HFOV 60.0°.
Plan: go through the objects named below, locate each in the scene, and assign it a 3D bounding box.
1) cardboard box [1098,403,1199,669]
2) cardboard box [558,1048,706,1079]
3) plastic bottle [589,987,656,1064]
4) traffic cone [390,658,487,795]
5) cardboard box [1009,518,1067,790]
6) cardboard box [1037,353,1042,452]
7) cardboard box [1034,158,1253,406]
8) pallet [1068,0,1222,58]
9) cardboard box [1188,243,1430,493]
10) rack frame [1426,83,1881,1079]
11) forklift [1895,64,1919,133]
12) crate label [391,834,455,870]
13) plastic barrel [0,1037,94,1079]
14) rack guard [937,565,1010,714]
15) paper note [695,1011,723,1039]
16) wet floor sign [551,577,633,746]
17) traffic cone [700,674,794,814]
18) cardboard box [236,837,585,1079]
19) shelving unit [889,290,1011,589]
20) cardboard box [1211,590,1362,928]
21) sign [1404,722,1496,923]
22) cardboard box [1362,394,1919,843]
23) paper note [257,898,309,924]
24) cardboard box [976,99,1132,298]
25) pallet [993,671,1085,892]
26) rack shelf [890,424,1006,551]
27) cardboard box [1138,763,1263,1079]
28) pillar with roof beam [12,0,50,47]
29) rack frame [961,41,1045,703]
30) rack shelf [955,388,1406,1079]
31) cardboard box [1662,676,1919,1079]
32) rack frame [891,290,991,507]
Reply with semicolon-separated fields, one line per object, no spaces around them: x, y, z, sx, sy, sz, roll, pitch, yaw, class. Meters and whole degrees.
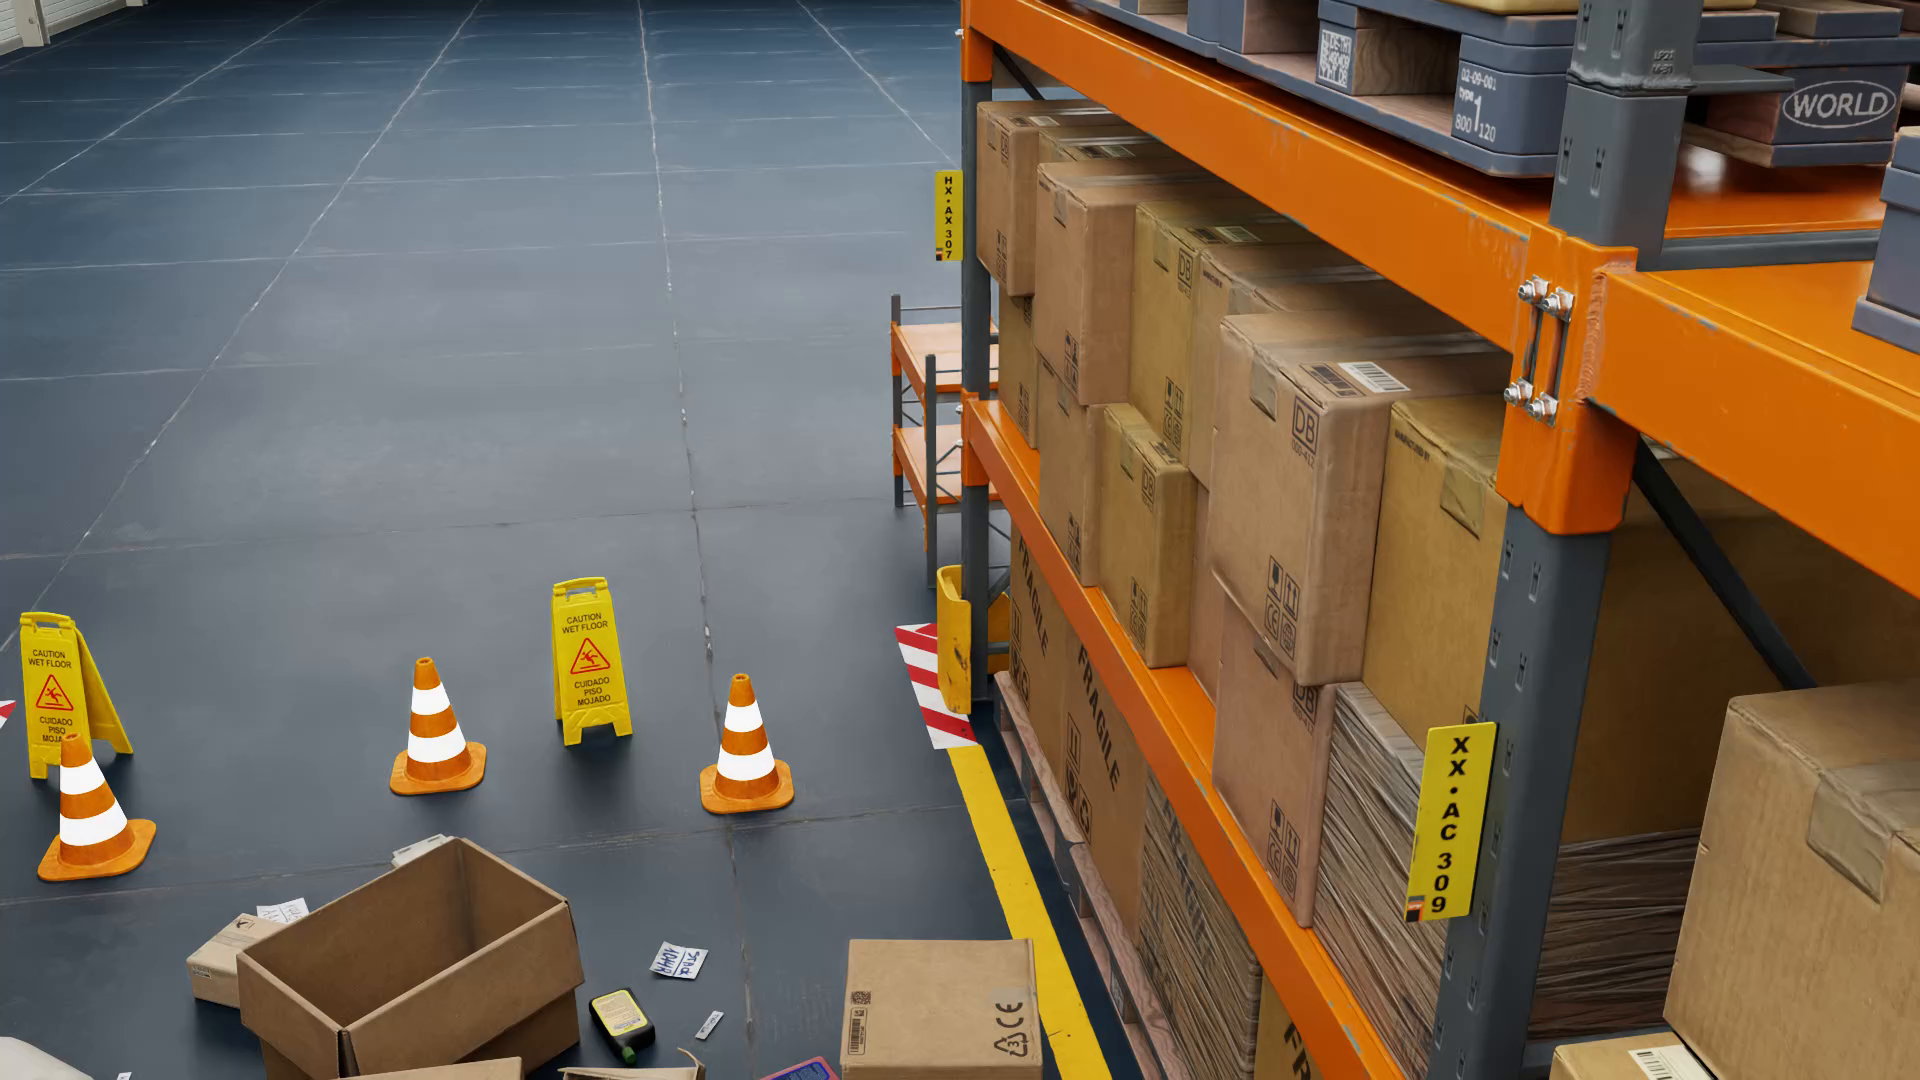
0.862;-0.050;4.429;0.875;0.550;0.500;-4;24;-10;cardboard box
-0.881;1.513;4.454;0.396;0.266;0.258;0;24;-1;cardboard box
-0.983;1.432;4.894;0.133;0.061;0.283;-13;27;-28;plastic bottle
-1.963;0.653;6.177;0.336;0.463;0.334;-4;24;-10;traffic cone
0.698;0.269;6.015;0.875;0.875;0.875;-4;24;-9;cardboard box
0.744;-0.485;5.425;0.875;0.550;0.550;-4;24;-10;cardboard box
0.700;-0.749;4.680;0.875;0.550;0.550;-4;24;-10;cardboard box
0.884;-1.336;3.924;1.003;0.211;1.213;-4;24;-10;pallet
1.032;-0.342;3.748;0.875;0.550;0.550;-4;24;-10;cardboard box
1.247;0.800;2.671;1.000;3.000;0.127;-4;24;-10;rack frame
3.646;-0.555;5.858;3.031;2.935;1.130;19;30;37;forklift
-1.757;1.107;5.545;0.250;0.136;0.298;-19;30;-37;crate label
-2.469;1.513;4.256;0.512;0.421;0.421;13;27;27;plastic barrel
0.503;0.362;6.796;1.175;0.500;0.348;-4;24;-10;rack guard
-0.744;1.440;4.939;0.032;0.001;0.123;8;25;18;paper note
-1.444;0.440;6.435;0.267;0.644;0.232;-9;25;-19;wet floor sign
-0.790;0.703;6.062;0.336;0.463;0.334;-4;24;-10;traffic cone
-1.526;1.280;4.691;0.637;0.503;0.797;18;29;36;cardboard box
0.001;-0.513;8.019;0.538;1.125;1.048;-4;24;-10;shelving unit
1.043;0.372;3.463;0.875;0.550;0.550;-4;24;-10;cardboard box
0.702;0.408;2.387;0.100;0.325;0.005;-4;24;-10;sign
1.213;0.088;2.763;0.875;0.550;0.550;-4;24;-10;cardboard box
-2.208;1.218;5.424;0.148;0.019;0.142;-13;27;-28;paper note
0.538;-1.188;5.687;0.875;0.550;0.550;-4;24;-10;cardboard box
0.732;0.813;6.125;1.003;0.211;1.213;-4;24;-10;pallet
0.001;-0.289;8.117;0.538;0.278;1.000;-4;24;-10;rack shelf
1.029;0.974;4.402;0.875;0.875;0.875;-4;24;-9;cardboard box
-10.180;-12.166;24.863;9.100;9.000;0.400;-4;24;-10;pillar with roof beam
0.507;-0.774;6.274;1.000;3.000;0.127;-4;24;-10;rack frame
0.877;0.343;4.616;1.077;0.370;4.000;-4;24;-10;rack shelf
1.345;0.491;2.005;0.700;0.500;0.500;-5;24;-11;cardboard box
-0.093;-0.713;8.477;0.500;1.125;0.032;-4;24;-10;rack frame
